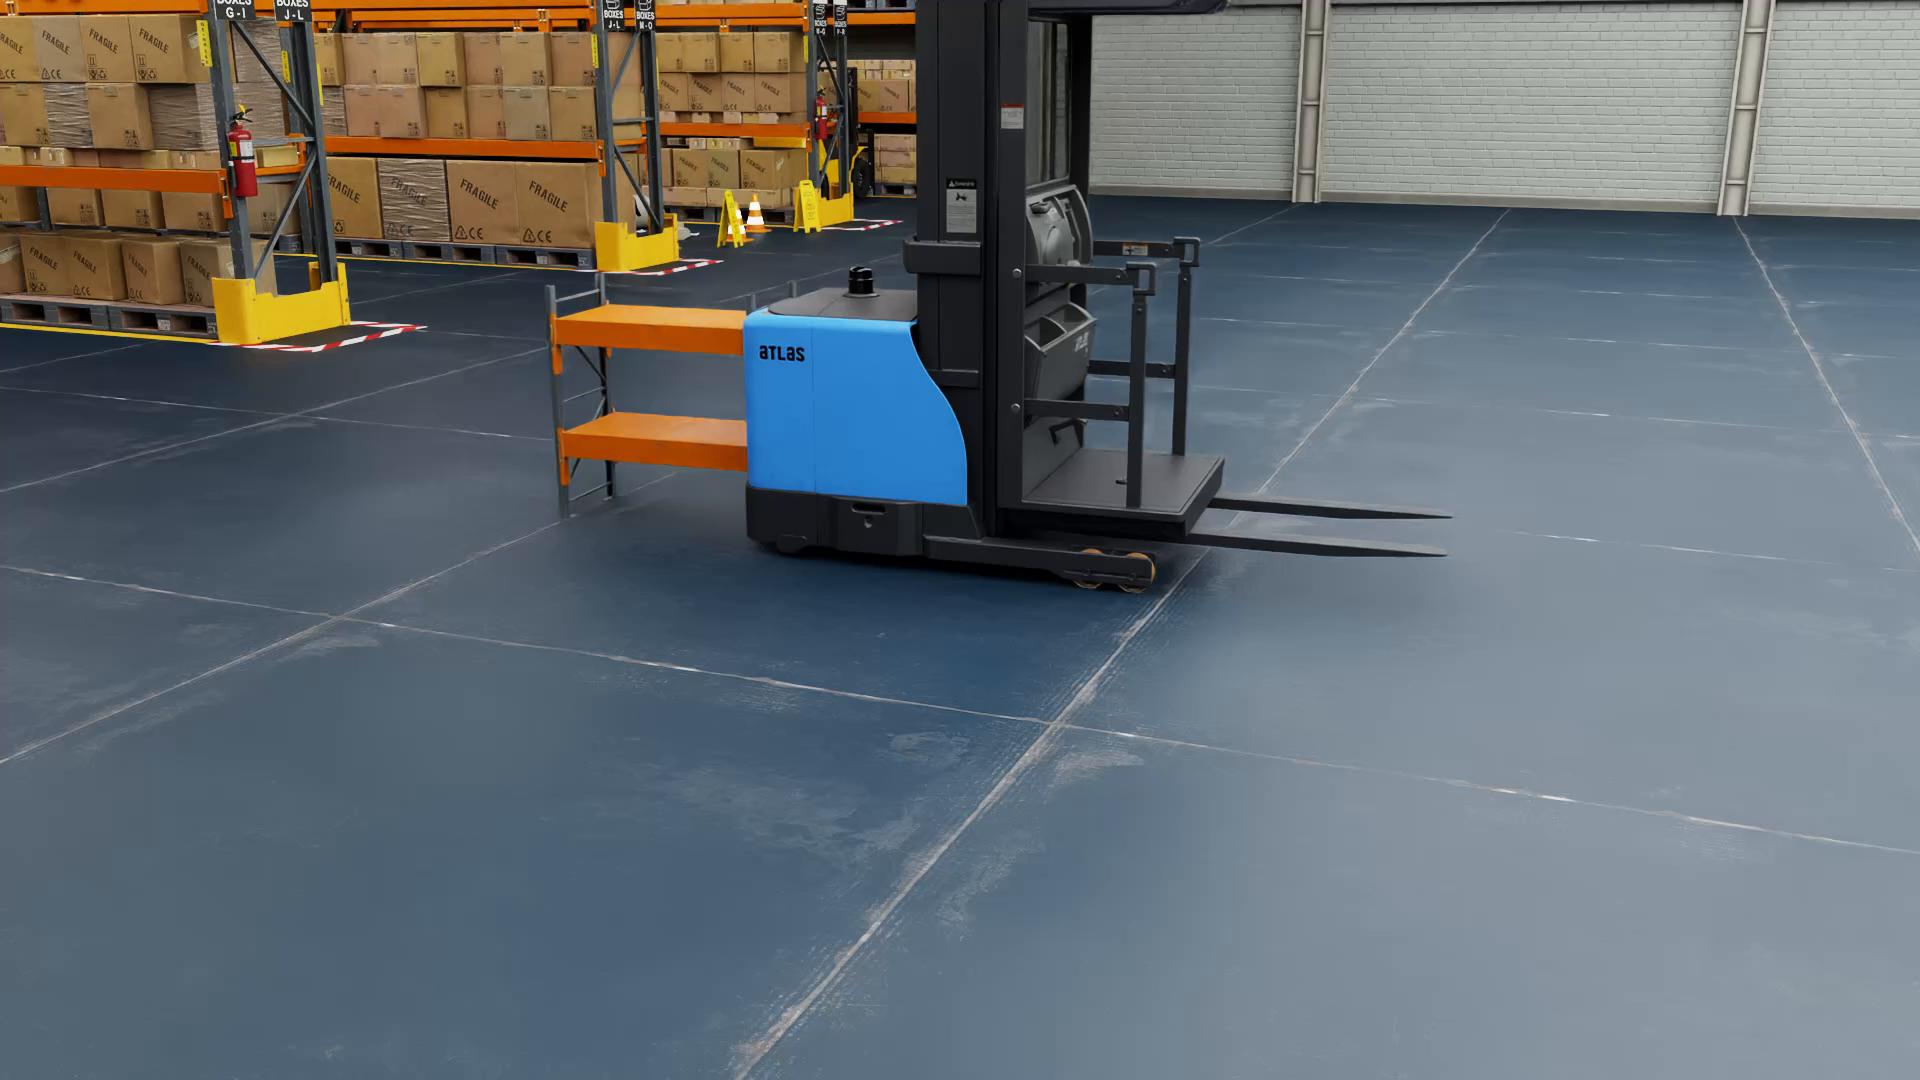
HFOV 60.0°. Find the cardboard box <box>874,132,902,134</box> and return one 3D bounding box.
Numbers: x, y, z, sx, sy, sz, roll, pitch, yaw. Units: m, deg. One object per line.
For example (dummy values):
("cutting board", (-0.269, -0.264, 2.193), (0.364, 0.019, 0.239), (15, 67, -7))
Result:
("cardboard box", (-1.226, -6.533, 27.184), (0.500, 0.250, 0.500), (6, 17, 20))

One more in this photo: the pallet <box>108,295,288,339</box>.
("pallet", (-6.188, -1.873, 13.746), (1.213, 0.211, 1.003), (6, 17, 21))

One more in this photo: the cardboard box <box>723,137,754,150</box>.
("cardboard box", (-2.945, -5.269, 22.114), (0.250, 0.149, 0.380), (7, 18, 22))

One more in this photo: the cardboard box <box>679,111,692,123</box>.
("cardboard box", (-3.580, -5.706, 22.397), (0.250, 0.149, 0.380), (6, 17, 21))

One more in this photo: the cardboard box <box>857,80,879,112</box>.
("cardboard box", (-1.431, -7.108, 26.598), (0.500, 0.500, 0.500), (6, 17, 20))

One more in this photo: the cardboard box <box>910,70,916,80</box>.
("cardboard box", (-0.595, -7.311, 26.132), (0.250, 0.149, 0.380), (7, 17, 22))

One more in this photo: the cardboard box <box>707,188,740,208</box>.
("cardboard box", (-3.068, -4.631, 22.425), (0.500, 0.250, 0.500), (6, 17, 21))

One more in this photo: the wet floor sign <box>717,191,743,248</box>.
("wet floor sign", (-2.707, -3.768, 19.495), (0.232, 0.644, 0.267), (3, 17, 11))

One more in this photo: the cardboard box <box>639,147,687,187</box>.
("cardboard box", (-4.026, -5.097, 22.684), (0.500, 0.500, 0.500), (7, 18, 24))

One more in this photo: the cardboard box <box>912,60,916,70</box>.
("cardboard box", (-0.572, -7.471, 26.153), (0.250, 0.149, 0.380), (6, 17, 21))

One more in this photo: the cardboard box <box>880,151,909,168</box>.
("cardboard box", (-0.951, -6.114, 26.635), (0.500, 0.250, 0.500), (6, 17, 20))

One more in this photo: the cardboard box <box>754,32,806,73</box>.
("cardboard box", (-2.294, -6.349, 21.656), (0.500, 0.500, 0.700), (6, 17, 19))

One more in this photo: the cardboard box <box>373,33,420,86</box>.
("cardboard box", (-5.845, -5.224, 18.082), (0.550, 0.550, 0.875), (6, 17, 21))

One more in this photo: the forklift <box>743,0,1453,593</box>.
("forklift", (0.616, -1.352, 7.074), (3.031, 2.935, 1.130), (5, 17, 17))

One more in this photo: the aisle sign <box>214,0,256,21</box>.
("aisle sign", (-5.427, -4.276, 12.360), (0.004, 0.787, 0.394), (6, 17, 21))

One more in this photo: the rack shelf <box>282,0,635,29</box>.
("rack shelf", (-5.321, -5.688, 17.795), (4.000, 0.370, 1.077), (6, 17, 21))

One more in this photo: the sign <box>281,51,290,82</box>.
("sign", (-7.372, -5.173, 18.179), (0.005, 0.325, 0.100), (6, 17, 21))

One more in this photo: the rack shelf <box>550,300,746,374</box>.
("rack shelf", (-1.346, -0.935, 7.827), (1.000, 0.278, 0.538), (5, 17, 17))

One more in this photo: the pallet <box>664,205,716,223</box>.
("pallet", (-3.683, -4.568, 23.030), (1.213, 0.211, 1.003), (6, 17, 21))

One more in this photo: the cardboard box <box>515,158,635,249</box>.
("cardboard box", (-4.116, -3.621, 17.826), (0.875, 0.875, 0.875), (6, 17, 21))

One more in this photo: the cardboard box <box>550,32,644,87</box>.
("cardboard box", (-3.792, -5.027, 17.402), (0.550, 0.550, 0.875), (6, 17, 21))

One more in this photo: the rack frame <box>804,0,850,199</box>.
("rack frame", (-1.738, -5.682, 21.866), (0.127, 3.000, 1.000), (6, 17, 21))

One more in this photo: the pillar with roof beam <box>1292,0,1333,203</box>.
("pillar with roof beam", (3.764, -8.426, 20.555), (0.400, 9.000, 9.100), (6, 17, 21))

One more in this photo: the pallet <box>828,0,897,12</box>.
("pallet", (-1.708, -8.571, 26.596), (1.213, 0.211, 1.003), (6, 17, 21))

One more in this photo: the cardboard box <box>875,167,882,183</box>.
("cardboard box", (-1.395, -5.924, 26.878), (0.500, 0.250, 0.500), (6, 17, 21))

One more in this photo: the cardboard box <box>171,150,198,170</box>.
("cardboard box", (-5.948, -2.993, 13.052), (0.250, 0.149, 0.380), (6, 17, 21))

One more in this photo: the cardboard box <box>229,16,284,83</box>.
("cardboard box", (-5.786, -3.910, 13.255), (0.500, 0.500, 0.500), (6, 17, 21))

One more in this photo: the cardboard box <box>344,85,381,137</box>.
("cardboard box", (-6.314, -4.784, 18.504), (0.550, 0.550, 0.875), (6, 17, 21))

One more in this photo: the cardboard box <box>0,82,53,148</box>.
("cardboard box", (-7.295, -3.503, 13.646), (0.500, 0.500, 0.875), (6, 17, 21))

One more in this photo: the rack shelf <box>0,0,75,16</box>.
("rack shelf", (-12.763, -6.506, 20.614), (4.000, 0.370, 1.077), (6, 17, 21))

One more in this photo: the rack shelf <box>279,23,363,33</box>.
("rack shelf", (-12.944, -9.497, 30.917), (4.000, 0.370, 1.077), (6, 17, 21))

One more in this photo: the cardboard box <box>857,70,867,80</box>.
("cardboard box", (-1.548, -7.417, 26.499), (0.250, 0.149, 0.380), (6, 17, 21))

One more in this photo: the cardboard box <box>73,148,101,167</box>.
("cardboard box", (-6.884, -3.090, 13.389), (0.250, 0.149, 0.380), (6, 17, 21))

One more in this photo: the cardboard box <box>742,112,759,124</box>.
("cardboard box", (-2.672, -5.573, 21.941), (0.250, 0.149, 0.380), (6, 17, 20))

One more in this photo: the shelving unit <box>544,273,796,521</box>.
("shelving unit", (-1.346, -0.654, 7.908), (1.048, 1.125, 0.538), (5, 17, 17))

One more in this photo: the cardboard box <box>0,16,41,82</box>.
("cardboard box", (-7.370, -3.930, 13.324), (0.500, 0.500, 0.500), (6, 17, 21))

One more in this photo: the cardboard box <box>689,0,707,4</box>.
("cardboard box", (-3.354, -7.104, 21.835), (0.250, 0.149, 0.380), (6, 17, 19))

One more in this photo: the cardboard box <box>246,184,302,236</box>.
("cardboard box", (-7.792, -3.959, 19.211), (0.750, 0.750, 1.050), (6, 17, 20))

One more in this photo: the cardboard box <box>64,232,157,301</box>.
("cardboard box", (-7.093, -2.303, 13.955), (0.500, 0.500, 0.500), (8, 18, 26))

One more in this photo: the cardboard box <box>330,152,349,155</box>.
("cardboard box", (-9.793, -5.774, 25.240), (0.875, 0.875, 0.875), (6, 17, 20))

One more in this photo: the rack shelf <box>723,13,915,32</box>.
("rack shelf", (-1.781, -8.269, 26.688), (4.000, 0.370, 1.077), (6, 17, 21))

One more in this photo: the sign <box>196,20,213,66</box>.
("sign", (-5.597, -3.678, 12.318), (0.005, 0.325, 0.100), (6, 17, 21))

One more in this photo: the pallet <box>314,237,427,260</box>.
("pallet", (-6.503, -3.360, 18.868), (1.213, 0.211, 1.003), (6, 17, 21))

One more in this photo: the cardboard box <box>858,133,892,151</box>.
("cardboard box", (-1.414, -6.397, 26.714), (0.500, 0.250, 0.500), (7, 17, 21))

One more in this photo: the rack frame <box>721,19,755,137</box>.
("rack frame", (-3.642, -7.379, 27.711), (0.127, 3.000, 1.000), (6, 17, 21))

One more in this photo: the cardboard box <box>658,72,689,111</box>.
("cardboard box", (-3.737, -6.018, 22.311), (0.500, 0.500, 0.500), (6, 17, 21))

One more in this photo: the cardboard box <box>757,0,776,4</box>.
("cardboard box", (-2.416, -6.983, 21.417), (0.250, 0.149, 0.380), (6, 17, 21))

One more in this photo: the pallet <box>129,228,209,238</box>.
("pallet", (-9.066, -3.642, 19.839), (1.213, 0.211, 1.003), (6, 17, 21))

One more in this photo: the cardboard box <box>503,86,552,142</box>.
("cardboard box", (-4.342, -4.537, 17.652), (0.550, 0.550, 0.875), (6, 17, 21))

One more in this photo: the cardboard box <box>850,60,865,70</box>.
("cardboard box", (-1.555, -7.559, 26.454), (0.250, 0.149, 0.380), (7, 17, 22))

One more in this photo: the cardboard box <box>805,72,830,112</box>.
("cardboard box", (-2.077, -5.993, 22.225), (0.500, 0.500, 0.500), (6, 17, 20))

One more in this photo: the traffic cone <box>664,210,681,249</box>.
("traffic cone", (-3.434, -3.592, 19.217), (0.334, 0.463, 0.336), (6, 17, 21))

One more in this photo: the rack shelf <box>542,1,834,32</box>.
("rack shelf", (-3.599, -6.982, 22.253), (4.000, 0.370, 1.077), (6, 17, 21))

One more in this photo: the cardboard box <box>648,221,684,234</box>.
("cardboard box", (-3.698, -3.923, 20.920), (0.380, 0.149, 0.250), (-12, 20, -37))
